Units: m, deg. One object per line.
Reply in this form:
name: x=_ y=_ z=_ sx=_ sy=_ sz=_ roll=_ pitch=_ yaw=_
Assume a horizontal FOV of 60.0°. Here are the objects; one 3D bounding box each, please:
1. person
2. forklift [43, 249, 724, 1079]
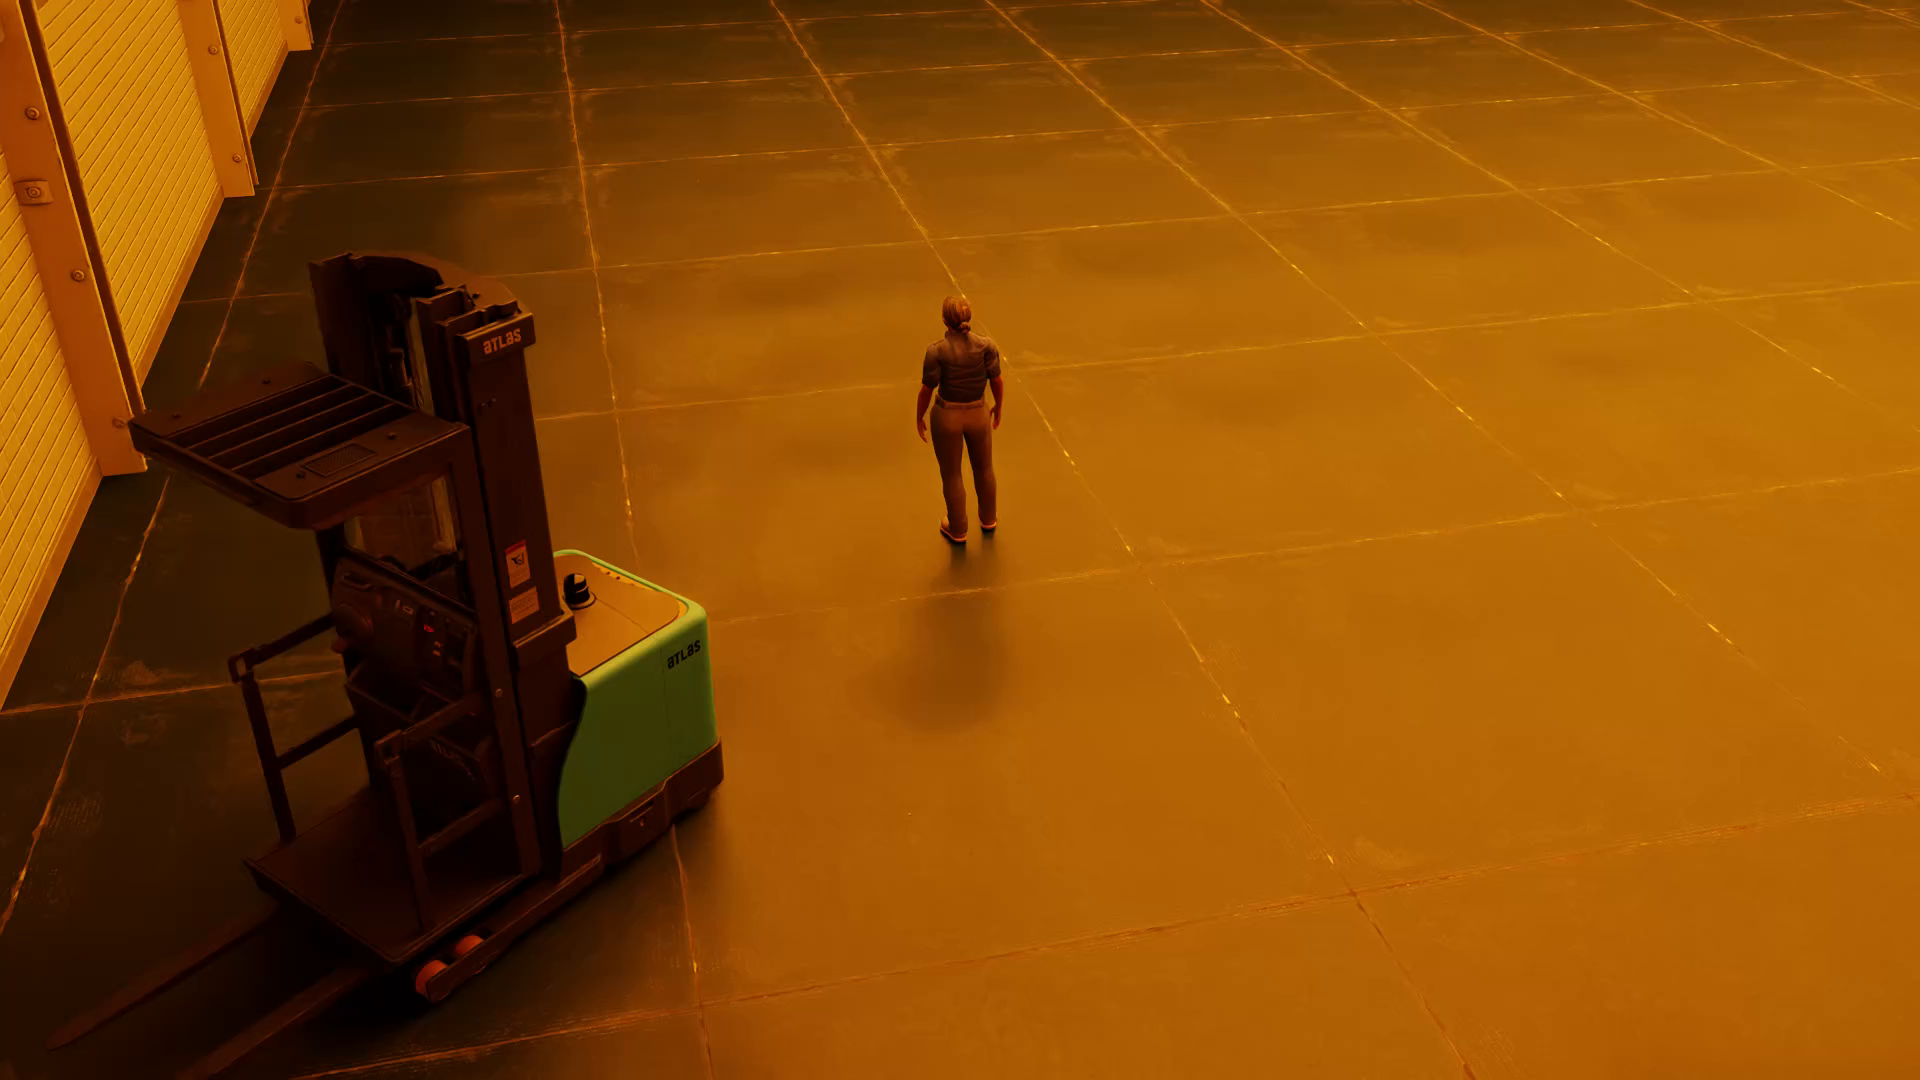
person: x=-0.002 y=-0.767 z=10.160 sx=0.570 sy=1.656 sz=0.503 roll=-7 pitch=31 yaw=-12
forklift: x=-2.465 y=0.419 z=6.851 sx=1.130 sy=2.935 sz=3.031 roll=21 pitch=36 yaw=31
